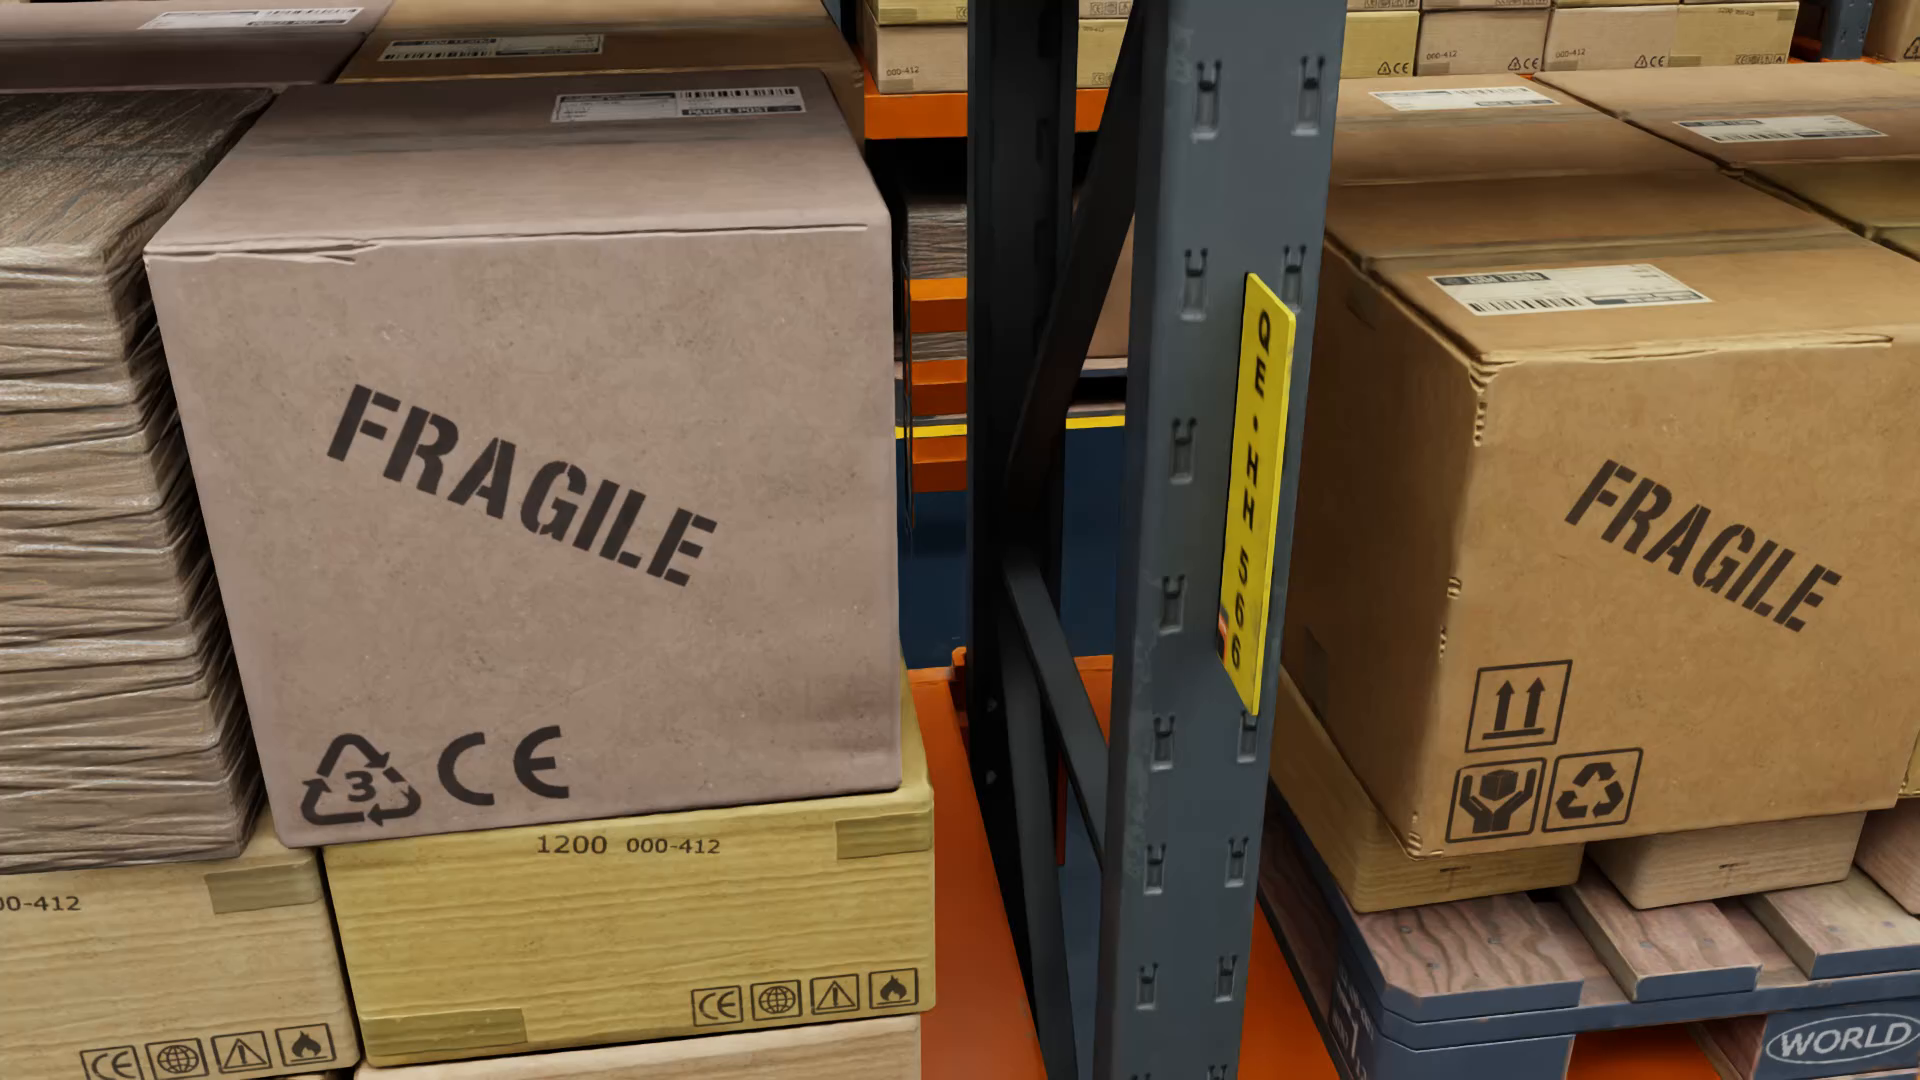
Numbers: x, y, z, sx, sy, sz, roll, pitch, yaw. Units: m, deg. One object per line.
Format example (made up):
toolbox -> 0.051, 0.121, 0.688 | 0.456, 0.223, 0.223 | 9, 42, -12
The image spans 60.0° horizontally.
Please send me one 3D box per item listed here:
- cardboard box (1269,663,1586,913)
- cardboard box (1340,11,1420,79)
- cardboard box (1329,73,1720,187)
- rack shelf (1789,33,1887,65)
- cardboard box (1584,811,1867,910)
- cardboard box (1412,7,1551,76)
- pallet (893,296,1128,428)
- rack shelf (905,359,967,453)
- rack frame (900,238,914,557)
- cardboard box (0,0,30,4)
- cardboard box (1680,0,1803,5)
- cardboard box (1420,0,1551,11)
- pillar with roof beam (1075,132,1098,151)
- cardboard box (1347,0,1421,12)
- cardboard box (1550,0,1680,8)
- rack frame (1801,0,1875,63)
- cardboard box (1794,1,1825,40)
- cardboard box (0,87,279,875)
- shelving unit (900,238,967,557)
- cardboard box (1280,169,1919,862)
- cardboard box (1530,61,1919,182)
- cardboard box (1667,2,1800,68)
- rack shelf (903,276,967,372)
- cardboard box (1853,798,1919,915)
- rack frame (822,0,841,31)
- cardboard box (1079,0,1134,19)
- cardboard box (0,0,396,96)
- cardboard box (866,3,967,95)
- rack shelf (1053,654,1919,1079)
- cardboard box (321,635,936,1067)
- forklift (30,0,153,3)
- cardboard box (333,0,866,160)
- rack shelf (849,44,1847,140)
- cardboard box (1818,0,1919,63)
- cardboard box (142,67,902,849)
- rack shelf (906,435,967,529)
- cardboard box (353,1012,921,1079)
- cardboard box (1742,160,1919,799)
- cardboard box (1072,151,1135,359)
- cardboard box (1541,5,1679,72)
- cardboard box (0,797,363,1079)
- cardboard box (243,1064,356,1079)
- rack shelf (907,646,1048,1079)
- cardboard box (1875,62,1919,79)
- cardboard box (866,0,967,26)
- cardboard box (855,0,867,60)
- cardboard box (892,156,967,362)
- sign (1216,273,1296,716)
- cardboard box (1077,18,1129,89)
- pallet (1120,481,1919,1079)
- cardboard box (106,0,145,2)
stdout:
cardboard box -> 0.488, 0.223, 1.845 | 0.250, 0.149, 0.380 | -5, 28, -10
cardboard box -> 1.440, -1.958, 6.444 | 0.500, 0.250, 0.500 | -3, 27, -5
cardboard box -> 0.551, -0.284, 2.122 | 0.500, 0.500, 0.500 | -4, 27, -9
rack shelf -> 5.386, -2.071, 7.288 | 4.000, 0.370, 1.077 | -4, 27, -7
cardboard box -> 0.772, 0.220, 1.850 | 0.250, 0.149, 0.380 | -5, 28, -10
cardboard box -> 1.950, -1.994, 6.515 | 0.500, 0.250, 0.500 | -4, 27, -7
pallet -> 0.265, -0.803, 7.084 | 1.213, 0.211, 1.003 | -4, 27, -7
rack shelf -> -0.053, -0.454, 5.508 | 0.240, 0.259, 0.215 | -4, 27, -7
rack frame -> -0.174, -0.456, 5.489 | 0.008, 1.050, 0.200 | -4, 27, -7
cardboard box -> -3.087, -1.797, 5.653 | 0.258, 0.266, 0.396 | -2, 27, -5
cardboard box -> 2.955, -2.272, 6.510 | 0.500, 0.250, 0.500 | -4, 27, -8
cardboard box -> 1.940, -2.207, 6.381 | 0.500, 0.250, 0.500 | -3, 27, -6
pillar with roof beam -> 1.210, -3.222, 2.173 | 0.400, 9.000, 9.100 | -4, 27, -7
cardboard box -> 1.437, -2.183, 6.335 | 0.500, 0.250, 0.500 | -3, 27, -6
cardboard box -> 2.447, -2.236, 6.439 | 0.500, 0.250, 0.500 | -4, 27, -8
rack frame -> 3.406, -2.263, 6.876 | 0.127, 3.000, 1.000 | -4, 27, -7
cardboard box -> 3.813, -2.459, 7.147 | 0.500, 0.500, 0.500 | -4, 27, -7
cardboard box -> -0.842, -0.067, 1.391 | 0.500, 0.500, 0.500 | -3, 27, -6
shelving unit -> -0.053, -0.464, 5.504 | 0.252, 1.050, 0.215 | -4, 27, -7
cardboard box -> 0.618, -0.053, 1.672 | 0.500, 0.500, 0.500 | -4, 27, -9
cardboard box -> 1.062, -0.322, 2.195 | 0.500, 0.500, 0.500 | -4, 27, -8
cardboard box -> 2.943, -2.046, 6.617 | 0.500, 0.250, 0.500 | -3, 27, -6
rack shelf -> -0.053, -0.707, 5.379 | 0.240, 0.259, 0.215 | -4, 27, -7
cardboard box -> 1.050, 0.224, 1.844 | 0.250, 0.149, 0.380 | -5, 28, -10
rack frame -> -0.555, -2.009, 6.380 | 0.127, 3.000, 1.000 | -4, 27, -7
cardboard box -> 0.414, -2.114, 6.201 | 0.500, 0.250, 0.500 | -3, 27, -5
cardboard box -> -0.872, -0.298, 1.840 | 0.500, 0.500, 0.500 | -4, 27, -7
cardboard box -> -0.082, -1.860, 6.254 | 0.500, 0.250, 0.500 | -4, 27, -7
rack shelf -> 2.121, 0.427, 2.419 | 4.000, 0.370, 1.077 | -4, 27, -7
cardboard box -> -0.304, 0.225, 1.643 | 0.500, 0.250, 0.500 | -4, 27, -7
forklift -> -1.379, -0.239, 3.005 | 1.130, 2.935, 3.031 | 15, 31, 27
cardboard box -> -0.382, -0.334, 1.910 | 0.500, 0.500, 0.500 | -5, 28, -9
rack shelf -> 1.425, -1.816, 6.792 | 4.000, 0.370, 1.077 | -4, 27, -7
cardboard box -> 3.882, -2.218, 6.678 | 0.500, 0.500, 0.500 | -4, 27, -9
cardboard box -> -0.335, -0.104, 1.461 | 0.500, 0.500, 0.500 | -4, 27, -9
rack shelf -> -0.053, -0.207, 5.635 | 0.240, 0.259, 0.215 | -4, 27, -7
cardboard box -> -0.325, 0.451, 1.750 | 0.500, 0.250, 0.500 | -5, 28, -9
cardboard box -> 1.133, -0.089, 1.743 | 0.500, 0.500, 0.500 | -2, 27, -4
cardboard box -> 0.710, -1.218, 6.979 | 0.625, 0.625, 0.875 | -3, 27, -5
cardboard box -> 2.446, -2.012, 6.550 | 0.500, 0.250, 0.500 | -4, 27, -7
cardboard box -> -0.811, 0.259, 1.576 | 0.500, 0.250, 0.500 | -4, 27, -8
cardboard box -> -0.828, 0.490, 1.673 | 0.500, 0.250, 0.500 | -3, 27, -6
rack shelf -> -1.840, 0.682, 1.923 | 4.000, 0.370, 1.077 | -4, 27, -7
cardboard box -> 1.562, -0.354, 2.259 | 0.500, 0.500, 0.500 | -6, 28, -11
cardboard box -> -0.078, -2.071, 6.118 | 0.500, 0.250, 0.500 | -4, 27, -7
cardboard box -> -0.146, -2.087, 6.695 | 0.500, 0.250, 0.500 | -4, 27, -8
cardboard box -> 0.064, -1.173, 6.891 | 0.625, 0.625, 0.875 | -3, 27, -5
sign -> 0.221, -0.030, 1.254 | 0.005, 0.325, 0.100 | -4, 27, -7
cardboard box -> 0.417, -1.890, 6.312 | 0.500, 0.250, 0.500 | -4, 27, -8
pallet -> 0.831, 0.226, 2.233 | 1.003, 0.211, 1.213 | -4, 27, -7
cardboard box -> -2.716, -1.999, 5.790 | 0.500, 0.500, 0.700 | -4, 27, -7
